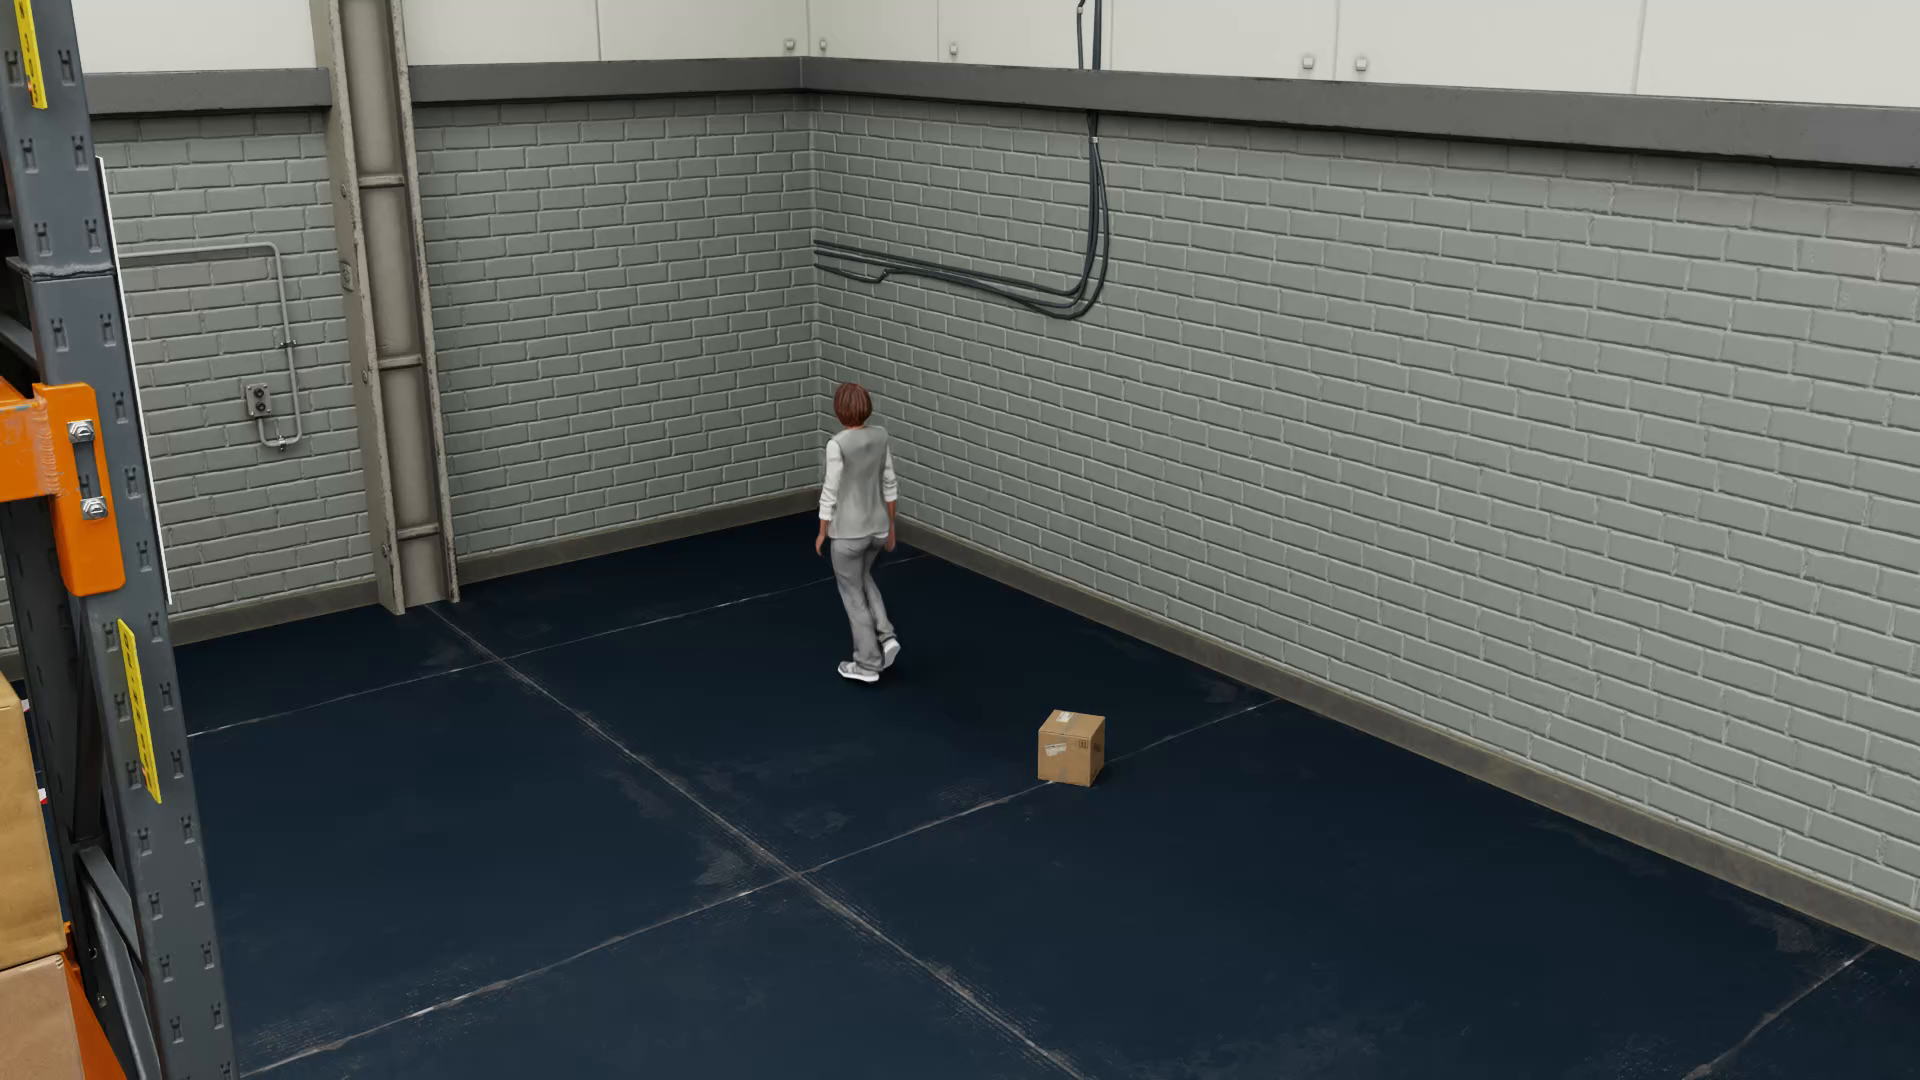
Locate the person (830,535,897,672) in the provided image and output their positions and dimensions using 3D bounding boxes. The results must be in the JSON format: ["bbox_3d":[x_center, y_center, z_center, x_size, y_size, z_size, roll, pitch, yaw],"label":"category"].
[{"bbox_3d":[-0.536,0.247,8.712,0.362,0.842,0.386,-17,24,-42],"label":"person"}]
